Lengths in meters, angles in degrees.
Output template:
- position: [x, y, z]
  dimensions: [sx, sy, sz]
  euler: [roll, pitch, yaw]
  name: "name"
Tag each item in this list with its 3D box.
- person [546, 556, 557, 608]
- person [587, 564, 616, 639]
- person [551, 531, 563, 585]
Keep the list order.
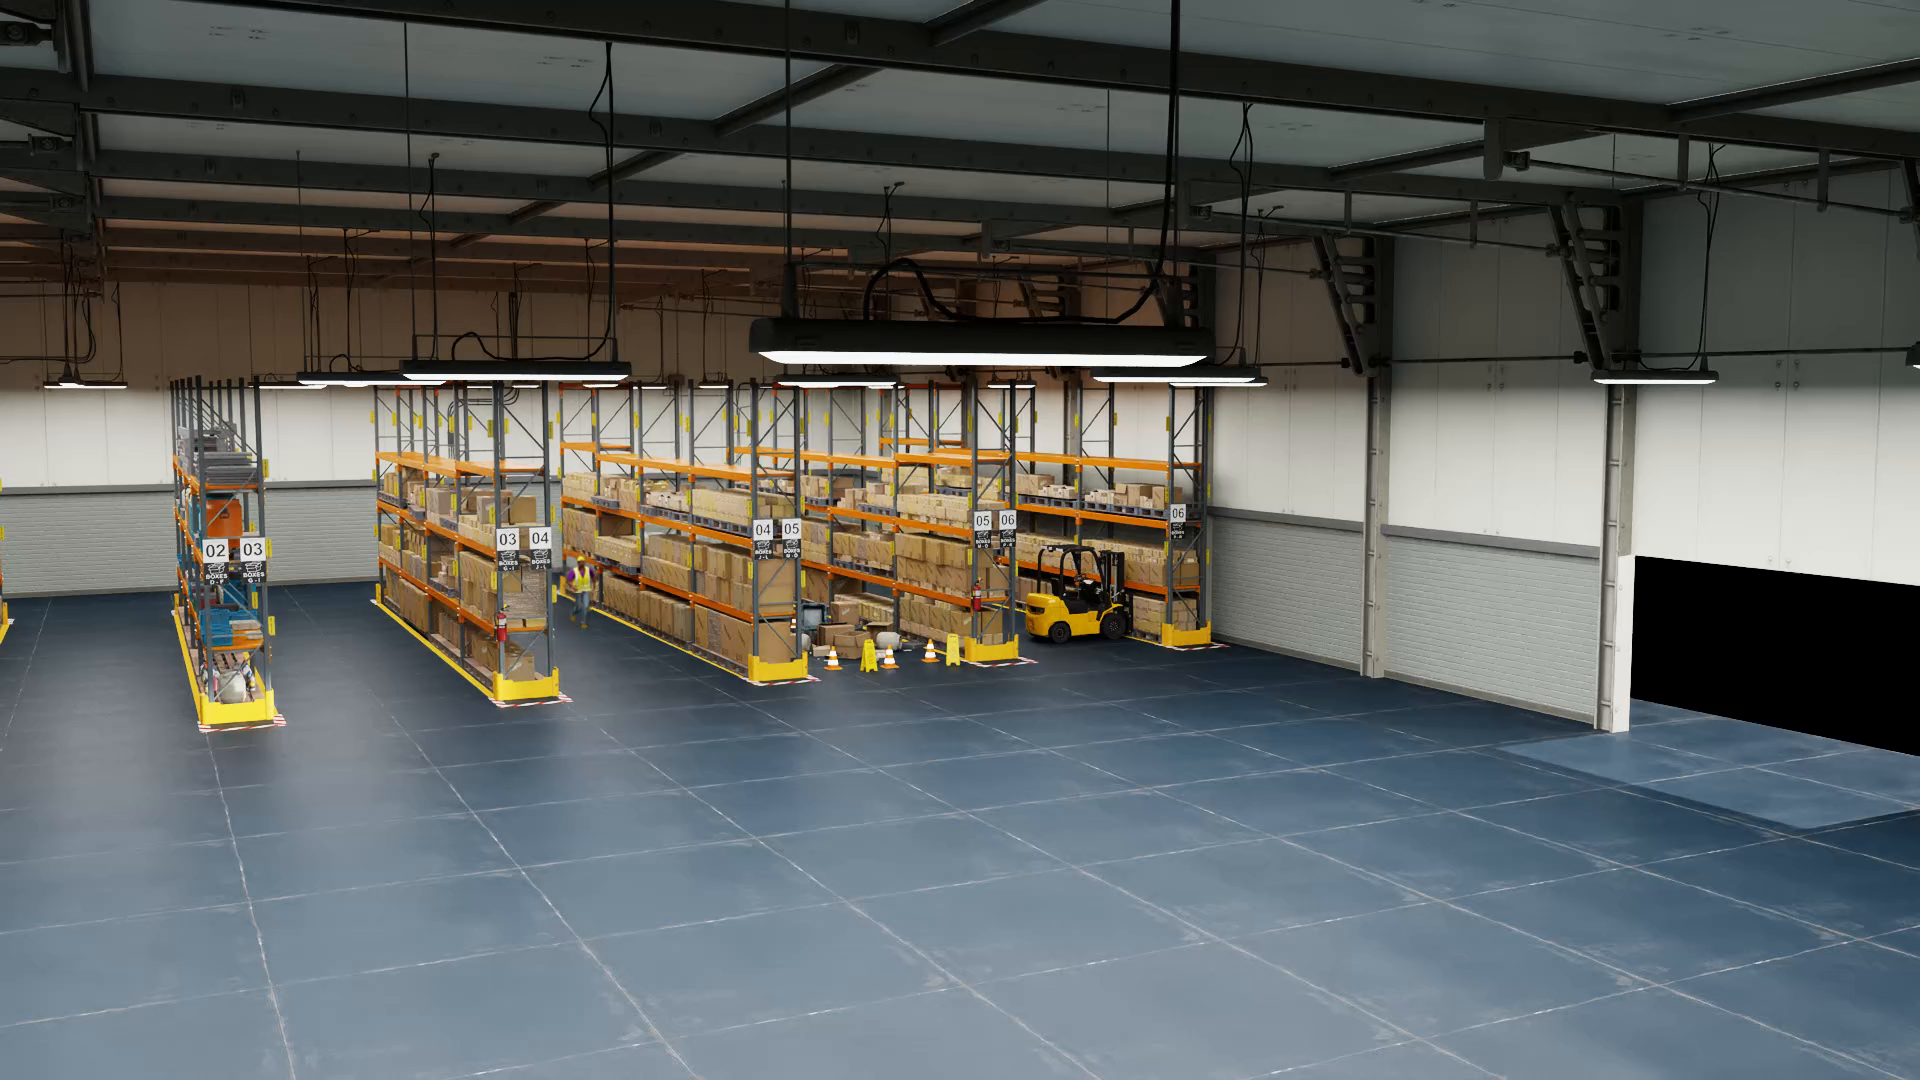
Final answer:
- position: [-10.946, 0.993, 43.875]
  dimensions: [0.670, 1.687, 0.635]
  euler: [-3, 6, -30]
  name: "person"
- position: [-8.340, 1.419, 38.847]
  dimensions: [0.707, 1.739, 0.739]
  euler: [-3, 6, -29]
  name: "person"
- position: [-11.749, 0.589, 48.301]
  dimensions: [0.767, 1.745, 0.760]
  euler: [-4, 6, -35]
  name: "person"
